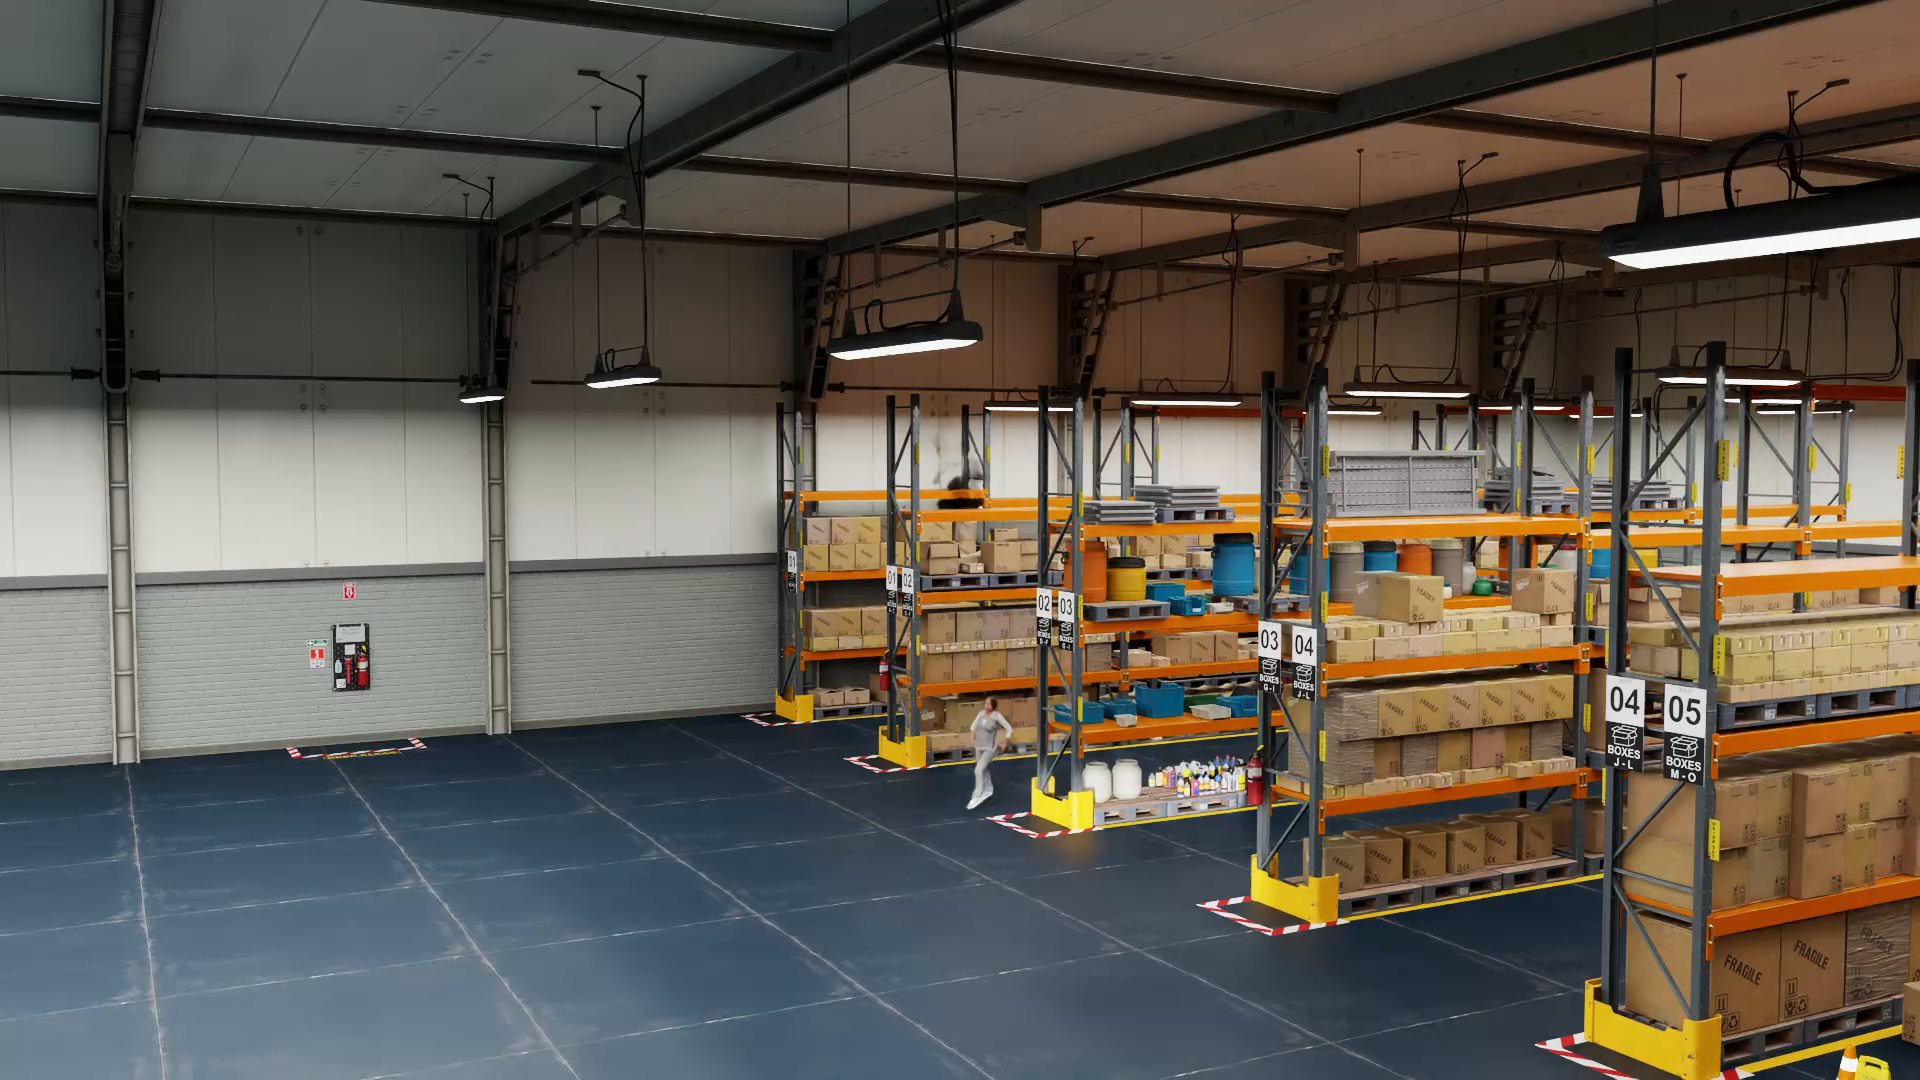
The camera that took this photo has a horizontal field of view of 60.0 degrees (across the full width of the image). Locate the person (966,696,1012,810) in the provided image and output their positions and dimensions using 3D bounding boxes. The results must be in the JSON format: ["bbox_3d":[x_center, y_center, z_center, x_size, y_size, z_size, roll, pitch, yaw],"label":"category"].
[{"bbox_3d":[0.408,3.019,23.778,0.603,1.609,0.669,3,4,38],"label":"person"}]
